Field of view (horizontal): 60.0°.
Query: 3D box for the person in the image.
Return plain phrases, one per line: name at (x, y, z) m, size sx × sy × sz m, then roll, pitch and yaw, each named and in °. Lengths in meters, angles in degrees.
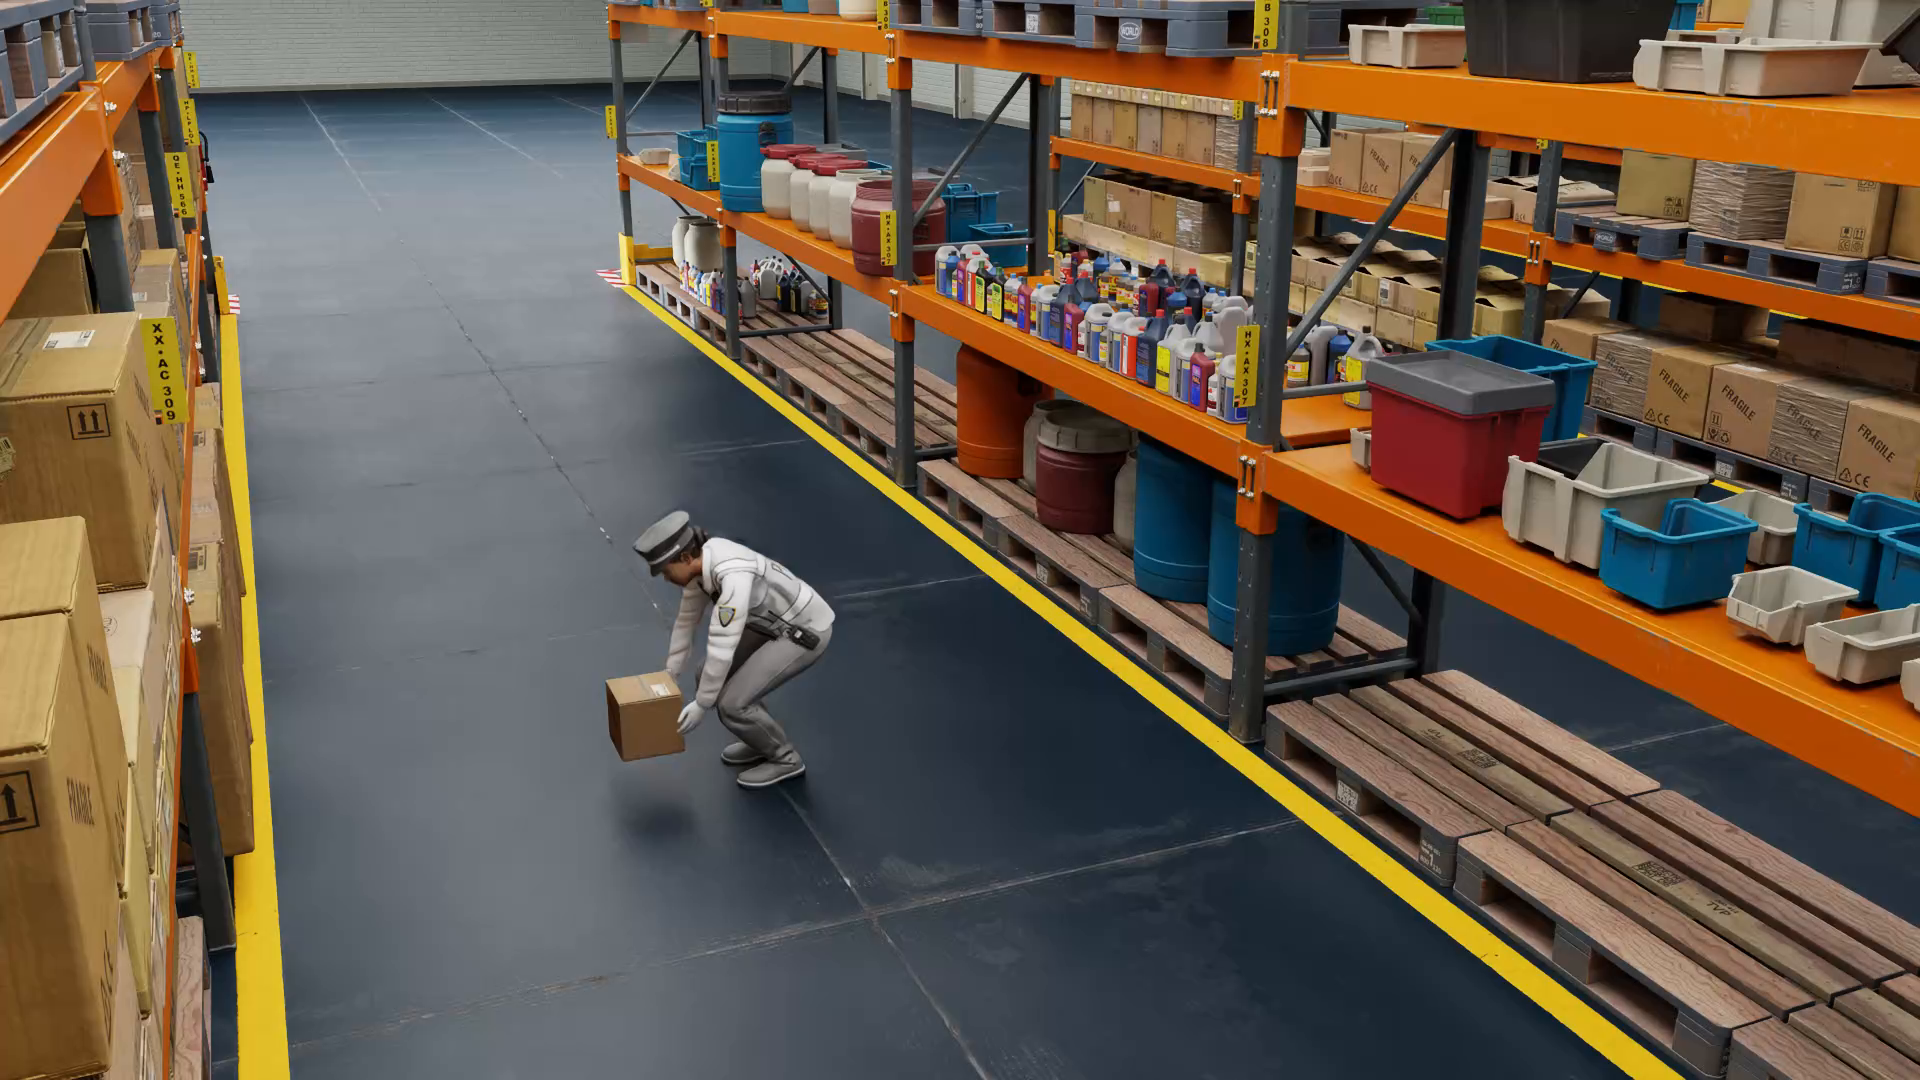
person at (-0.884, 0.419, 6.625) m, size 0.796 × 1.163 × 0.520 m, roll -8°, pitch 21°, yaw -22°
